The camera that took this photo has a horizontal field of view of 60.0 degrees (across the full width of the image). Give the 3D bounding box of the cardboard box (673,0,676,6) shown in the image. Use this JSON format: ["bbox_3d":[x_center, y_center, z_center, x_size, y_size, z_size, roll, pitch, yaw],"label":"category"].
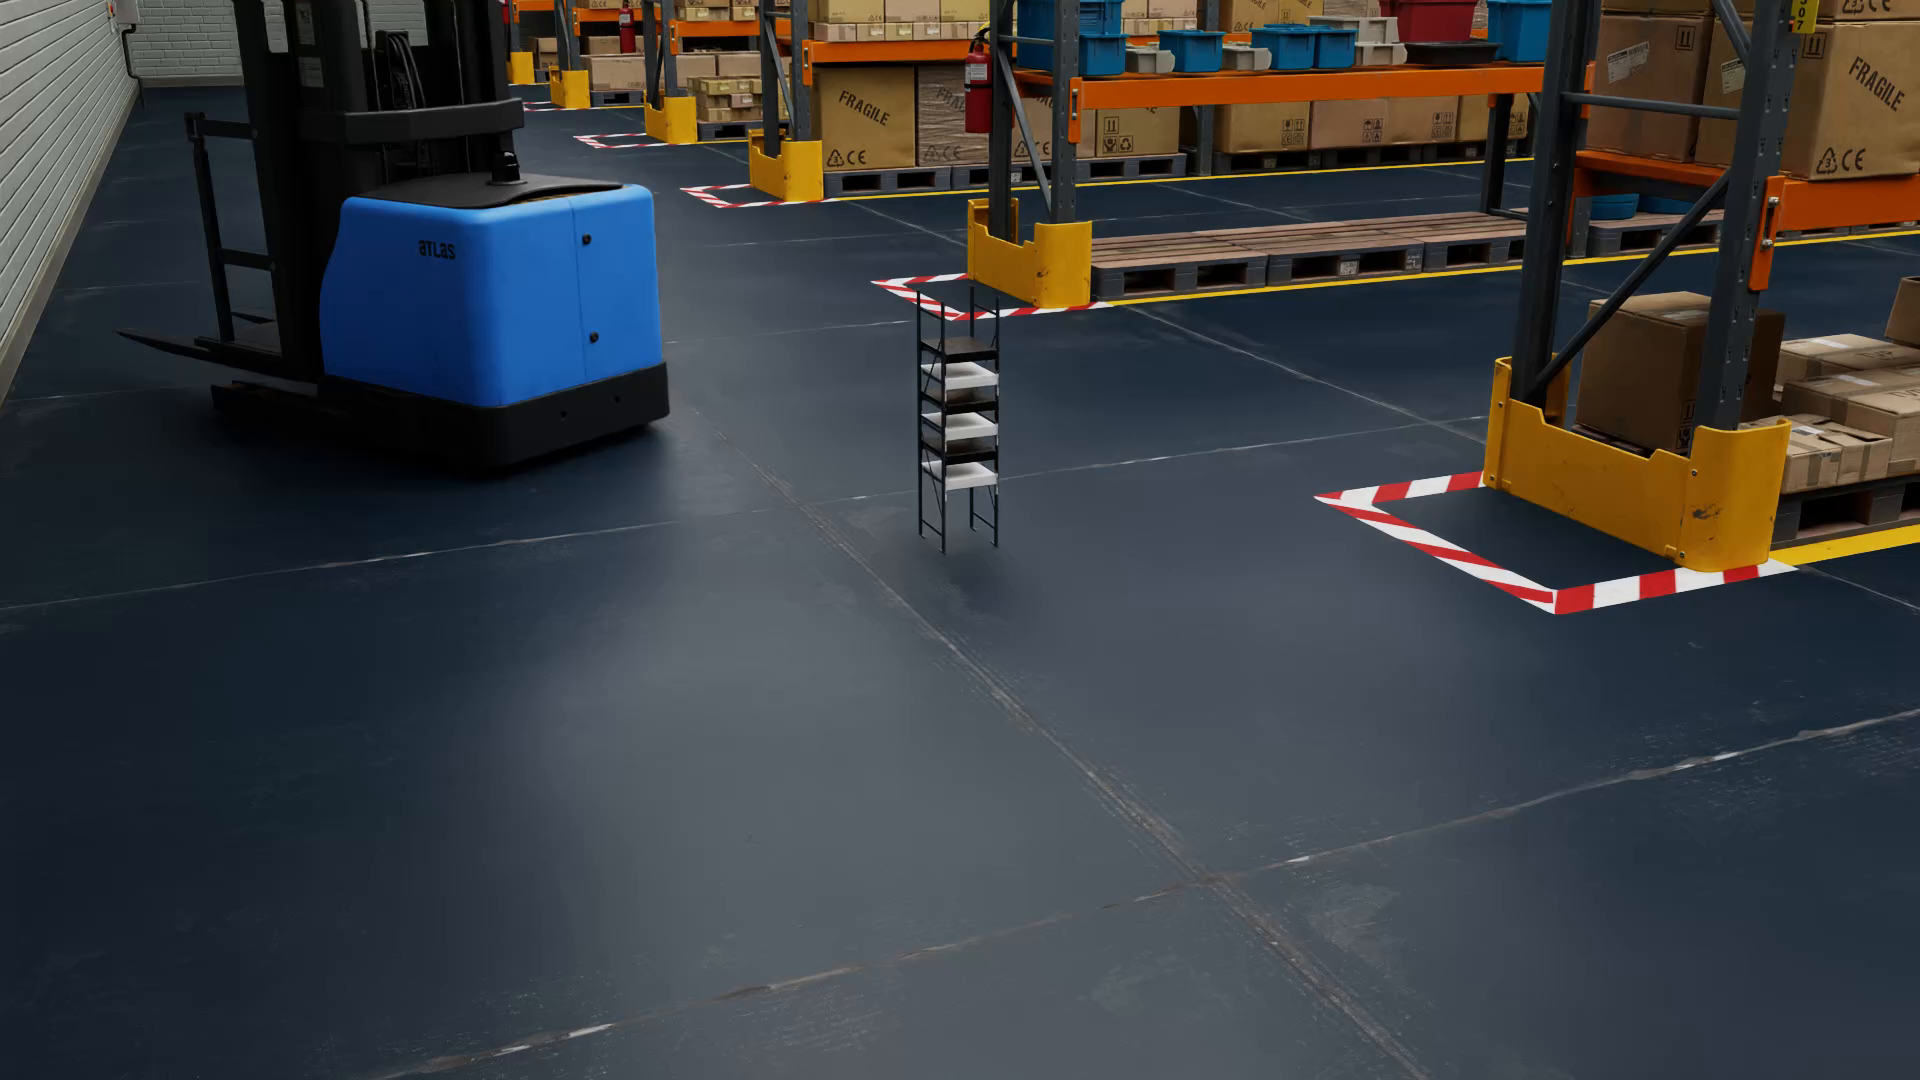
[{"bbox_3d":[-3.087,-6.359,18.966,0.500,0.500,0.500,-8,21,-21],"label":"cardboard box"}]

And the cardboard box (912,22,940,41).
[{"bbox_3d":[-0.360,-4.438,14.488,0.250,0.149,0.380,-8,21,-23],"label":"cardboard box"}]

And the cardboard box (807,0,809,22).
[{"bbox_3d":[-1.186,-4.722,14.694,0.500,0.250,0.500,-9,21,-23],"label":"cardboard box"}]

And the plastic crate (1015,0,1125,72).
[{"bbox_3d":[0.669,-3.143,10.289,0.499,0.435,0.616,-8,21,-22],"label":"plastic crate"}]

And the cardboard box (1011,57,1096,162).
[{"bbox_3d":[0.683,-4.049,15.572,0.875,0.875,0.875,-8,21,-22],"label":"cardboard box"}]

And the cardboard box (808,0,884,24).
[{"bbox_3d":[-0.978,-4.558,14.229,0.500,0.250,0.500,-9,21,-23],"label":"cardboard box"}]

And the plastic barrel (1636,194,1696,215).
[{"bbox_3d":[5.265,-2.891,12.244,0.708,0.901,0.600,-8,21,-22],"label":"plastic barrel"}]

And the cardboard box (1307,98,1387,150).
[{"bbox_3d":[3.547,-4.438,16.676,0.875,0.875,1.225,-9,21,-24],"label":"cardboard box"}]

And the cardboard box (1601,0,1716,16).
[{"bbox_3d":[2.694,-2.147,5.948,0.500,0.500,0.500,-8,21,-22],"label":"cardboard box"}]

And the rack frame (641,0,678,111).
[{"bbox_3d":[-3.398,-6.033,18.641,0.127,3.000,1.000,-8,21,-22],"label":"rack frame"}]

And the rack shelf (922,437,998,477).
[{"bbox_3d":[-0.007,-0.307,5.911,0.200,0.077,0.258,-8,21,-22],"label":"rack shelf"}]

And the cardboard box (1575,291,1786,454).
[{"bbox_3d":[2.796,-0.661,6.485,0.500,0.500,0.500,-8,21,-22],"label":"cardboard box"}]

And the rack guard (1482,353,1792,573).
[{"bbox_3d":[2.464,-0.317,6.170,0.348,0.500,1.175,-8,21,-22],"label":"rack guard"}]

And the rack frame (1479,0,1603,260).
[{"bbox_3d":[4.109,-3.523,11.512,0.127,3.000,1.000,-8,21,-22],"label":"rack frame"}]

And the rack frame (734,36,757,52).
[{"bbox_3d":[-3.748,-9.569,28.683,0.127,3.000,1.000,-8,21,-22],"label":"rack frame"}]

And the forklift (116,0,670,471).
[{"bbox_3d":[-2.794,-2.024,7.358,3.031,2.935,1.130,13,23,32],"label":"forklift"}]

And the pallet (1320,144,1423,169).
[{"bbox_3d":[3.947,-4.005,17.078,1.213,0.211,1.003,-8,21,-22],"label":"pallet"}]

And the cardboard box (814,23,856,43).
[{"bbox_3d":[-1.069,-4.335,14.196,0.250,0.149,0.380,-8,21,-21],"label":"cardboard box"}]

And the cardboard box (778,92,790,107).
[{"bbox_3d":[-2.073,-5.096,19.192,0.250,0.149,0.380,-7,21,-20],"label":"cardboard box"}]

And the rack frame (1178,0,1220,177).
[{"bbox_3d":[2.147,-5.034,15.802,0.127,3.000,1.000,-8,21,-22],"label":"rack frame"}]

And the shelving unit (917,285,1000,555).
[{"bbox_3d":[-0.007,-0.423,5.870,0.210,0.900,0.258,-8,21,-22],"label":"shelving unit"}]

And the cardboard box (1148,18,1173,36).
[{"bbox_3d":[1.760,-4.741,15.350,0.250,0.149,0.380,-8,21,-21],"label":"cardboard box"}]

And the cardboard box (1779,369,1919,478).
[{"bbox_3d":[3.465,-0.448,6.254,0.500,0.250,0.500,-8,21,-22],"label":"cardboard box"}]

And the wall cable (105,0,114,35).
[{"bbox_3d":[-10.620,-7.275,20.590,0.123,1.953,0.585,-8,21,-22],"label":"wall cable"}]

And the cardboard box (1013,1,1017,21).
[{"bbox_3d":[0.436,-4.764,14.813,0.500,0.250,0.500,-9,21,-23],"label":"cardboard box"}]

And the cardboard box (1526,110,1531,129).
[{"bbox_3d":[6.427,-4.683,17.906,0.500,0.500,0.700,-9,21,-25],"label":"cardboard box"}]

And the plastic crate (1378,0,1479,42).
[{"bbox_3d":[3.189,-3.541,11.376,0.583,0.464,0.402,-8,21,-22],"label":"plastic crate"}]

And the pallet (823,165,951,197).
[{"bbox_3d":[-0.823,-3.321,15.137,1.213,0.211,1.003,-8,21,-22],"label":"pallet"}]

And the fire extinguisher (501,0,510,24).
[{"bbox_3d":[-7.373,-8.670,26.808,0.183,0.674,0.296,-8,21,-22],"label":"fire extinguisher"}]

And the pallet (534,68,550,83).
[{"bbox_3d":[-6.620,-7.843,27.979,1.213,0.211,1.003,-8,21,-22],"label":"pallet"}]

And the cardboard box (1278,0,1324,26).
[{"bbox_3d":[3.129,-5.132,15.930,0.500,0.500,0.500,-8,21,-22],"label":"cardboard box"}]

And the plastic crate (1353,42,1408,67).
[{"bbox_3d":[2.629,-3.107,10.635,0.466,0.136,0.293,-8,21,-22],"label":"plastic crate"}]

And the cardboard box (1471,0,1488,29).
[{"bbox_3d":[5.005,-5.403,16.700,0.500,0.500,0.500,-8,21,-22],"label":"cardboard box"}]

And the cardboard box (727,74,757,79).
[{"bbox_3d":[-2.571,-5.403,19.614,0.250,0.149,0.380,-9,21,-23],"label":"cardboard box"}]

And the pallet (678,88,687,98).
[{"bbox_3d":[-3.630,-6.503,24.172,1.213,0.211,1.003,-8,21,-22],"label":"pallet"}]

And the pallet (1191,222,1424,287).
[{"bbox_3d":[2.327,-1.938,11.208,1.213,0.211,1.003,-8,21,-22],"label":"pallet"}]

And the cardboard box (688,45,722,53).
[{"bbox_3d":[-4.448,-8.484,29.017,0.500,0.311,0.500,-7,21,-20],"label":"cardboard box"}]

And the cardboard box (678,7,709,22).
[{"bbox_3d":[-2.971,-5.858,18.520,0.250,0.149,0.380,-8,21,-22],"label":"cardboard box"}]

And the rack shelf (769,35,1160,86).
[{"bbox_3d":[0.310,-4.431,15.174,4.000,0.370,1.077,-8,21,-22],"label":"rack shelf"}]

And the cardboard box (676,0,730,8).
[{"bbox_3d":[-2.876,-6.196,18.504,0.500,0.500,0.500,-7,21,-19],"label":"cardboard box"}]

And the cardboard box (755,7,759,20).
[{"bbox_3d":[-2.301,-5.999,18.921,0.250,0.149,0.380,-7,21,-19],"label":"cardboard box"}]

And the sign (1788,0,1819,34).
[{"bbox_3d":[2.609,-1.729,5.113,0.005,0.325,0.100,-8,21,-22],"label":"sign"}]

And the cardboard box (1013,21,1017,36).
[{"bbox_3d":[0.342,-4.538,14.772,0.250,0.149,0.380,-9,21,-23],"label":"cardboard box"}]

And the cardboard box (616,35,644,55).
[{"bbox_3d":[-5.496,-8.253,28.077,0.500,0.500,0.500,-8,21,-21],"label":"cardboard box"}]

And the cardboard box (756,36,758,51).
[{"bbox_3d":[-3.414,-8.743,29.468,0.500,0.500,0.500,-8,21,-22],"label":"cardboard box"}]

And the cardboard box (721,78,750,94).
[{"bbox_3d":[-2.577,-5.206,19.055,0.250,0.149,0.380,-8,21,-21],"label":"cardboard box"}]

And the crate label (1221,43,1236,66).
[{"bbox_3d":[1.631,-3.141,10.734,0.243,0.136,0.396,-8,21,-22],"label":"crate label"}]

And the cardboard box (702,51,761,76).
[{"bbox_3d":[-3.219,-6.878,24.264,0.875,0.438,0.875,-9,21,-24],"label":"cardboard box"}]

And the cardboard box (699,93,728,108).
[{"bbox_3d":[-2.815,-5.018,18.969,0.250,0.149,0.380,-7,21,-20],"label":"cardboard box"}]

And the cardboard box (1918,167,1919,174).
[{"bbox_3d":[3.378,-1.581,5.845,0.500,0.500,0.500,-8,21,-22],"label":"cardboard box"}]

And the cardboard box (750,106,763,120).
[{"bbox_3d":[-2.357,-4.952,19.231,0.250,0.149,0.380,-8,21,-21],"label":"cardboard box"}]

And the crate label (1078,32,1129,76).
[{"bbox_3d":[0.793,-2.879,9.843,0.303,0.233,0.416,-8,21,-22],"label":"crate label"}]

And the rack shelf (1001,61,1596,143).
[{"bbox_3d":[2.272,-2.921,10.885,4.000,0.370,1.077,-8,21,-22],"label":"rack shelf"}]

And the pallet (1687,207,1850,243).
[{"bbox_3d":[5.956,-2.459,12.687,1.213,0.211,1.003,-8,21,-22],"label":"pallet"}]

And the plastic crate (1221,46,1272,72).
[{"bbox_3d":[1.743,-2.939,10.161,0.298,0.136,0.250,-8,21,-22],"label":"plastic crate"}]

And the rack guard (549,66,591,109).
[{"bbox_3d":[-5.473,-6.347,23.297,0.348,0.500,1.175,-8,21,-22],"label":"rack guard"}]

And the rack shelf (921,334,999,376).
[{"bbox_3d":[-0.007,-0.647,5.791,0.200,0.077,0.258,-8,21,-22],"label":"rack shelf"}]

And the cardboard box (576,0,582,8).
[{"bbox_3d":[-5.113,-7.721,23.284,0.500,0.500,0.500,-8,21,-22],"label":"cardboard box"}]
